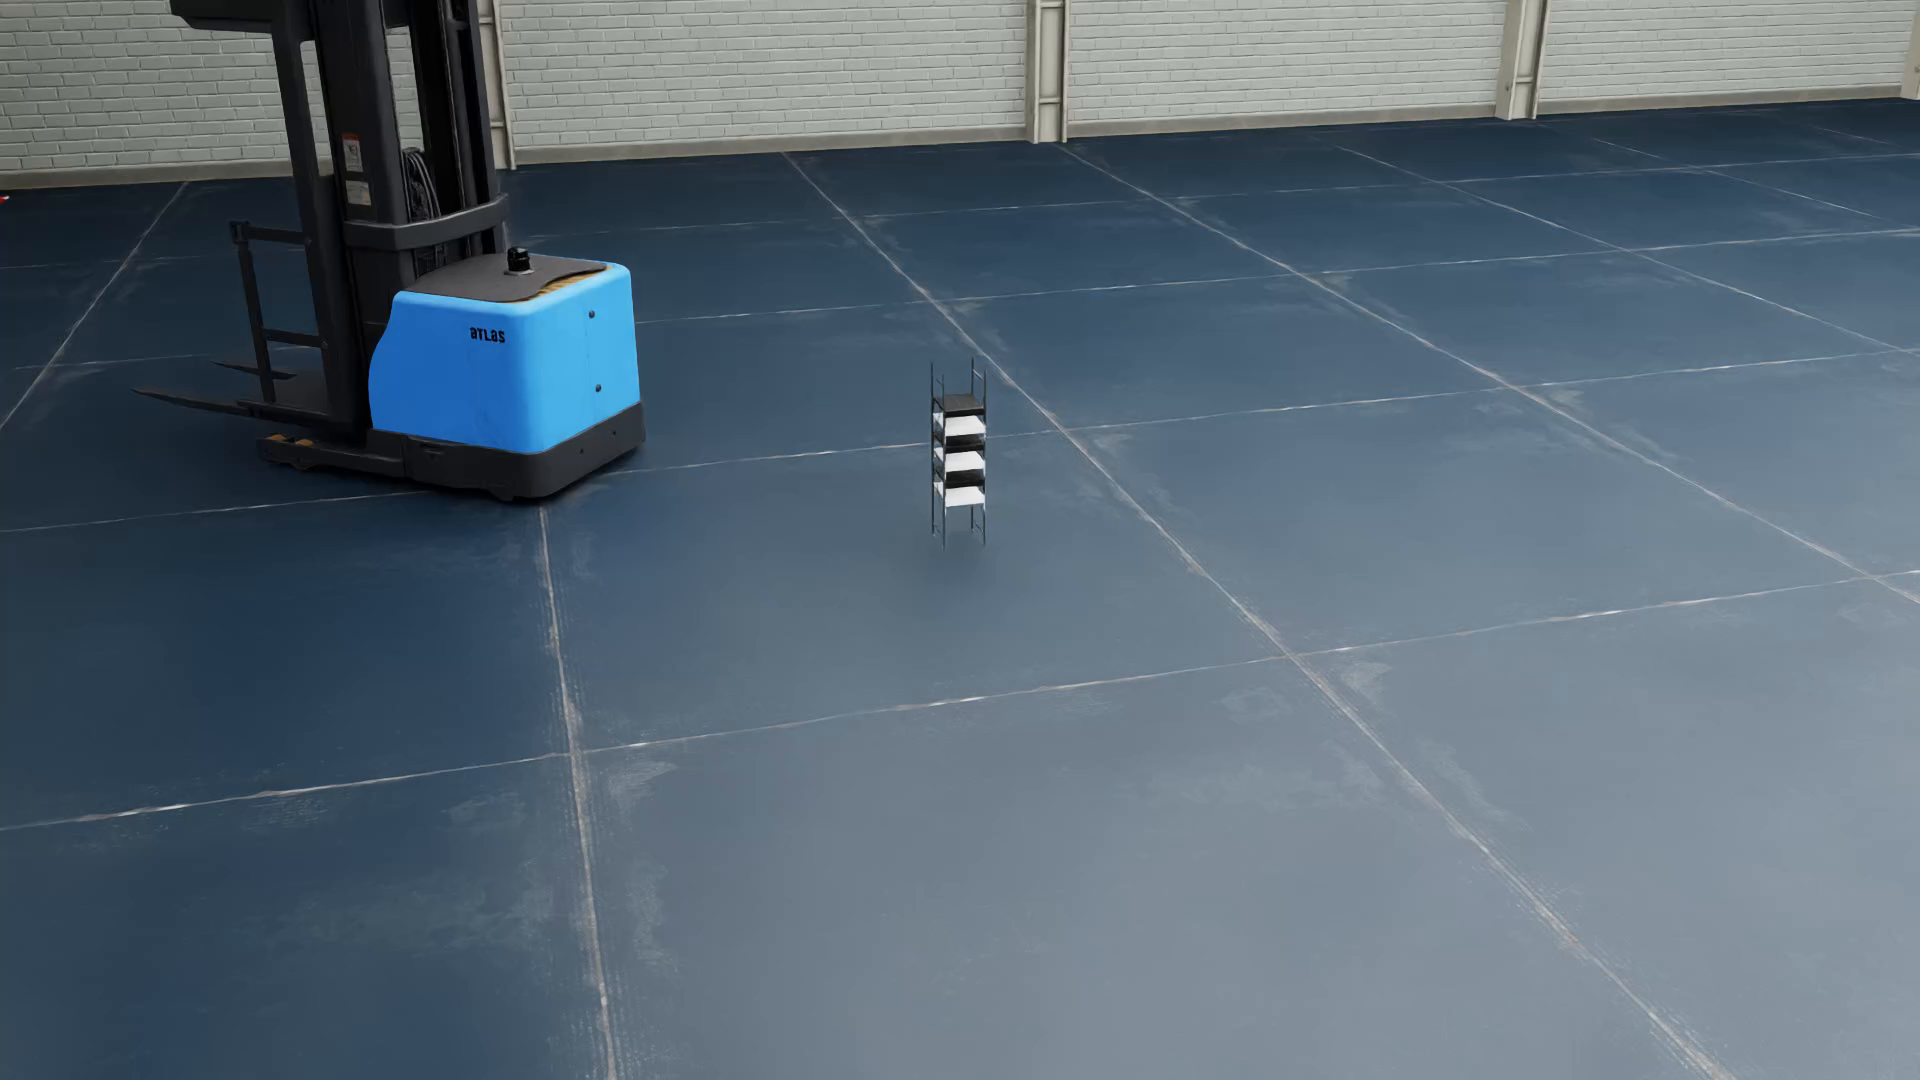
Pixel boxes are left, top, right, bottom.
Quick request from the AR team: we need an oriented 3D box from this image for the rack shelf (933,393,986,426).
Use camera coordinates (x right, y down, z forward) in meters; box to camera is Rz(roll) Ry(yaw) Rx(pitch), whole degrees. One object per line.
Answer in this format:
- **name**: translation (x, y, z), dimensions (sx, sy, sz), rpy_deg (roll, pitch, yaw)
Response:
- **rack shelf**: translation (-0.008, -0.630, 7.977), dimensions (0.200, 0.077, 0.258), rpy_deg (-6, 24, -14)

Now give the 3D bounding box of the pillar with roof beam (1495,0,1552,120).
- **pillar with roof beam**: translation (7.909, -7.639, 14.641), dimensions (0.400, 9.000, 9.100), rpy_deg (-6, 24, -14)

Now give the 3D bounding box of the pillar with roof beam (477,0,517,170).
- **pillar with roof beam**: translation (-3.645, -6.361, 11.662), dimensions (0.400, 9.000, 9.100), rpy_deg (-6, 24, -14)

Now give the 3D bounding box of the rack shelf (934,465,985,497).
- **rack shelf**: translation (-0.008, -0.299, 8.119), dimensions (0.200, 0.077, 0.258), rpy_deg (-6, 24, -14)

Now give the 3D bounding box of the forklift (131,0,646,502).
- **forklift**: translation (-3.337, -1.911, 8.987), dimensions (3.031, 2.935, 1.130), rpy_deg (10, 25, 21)

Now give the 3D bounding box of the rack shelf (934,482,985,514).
- **rack shelf**: translation (-0.008, -0.217, 8.155), dimensions (0.200, 0.077, 0.258), rpy_deg (-6, 24, -14)

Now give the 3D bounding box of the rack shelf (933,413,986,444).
- **rack shelf**: translation (-0.008, -0.547, 8.013), dimensions (0.200, 0.077, 0.258), rpy_deg (-6, 24, -14)

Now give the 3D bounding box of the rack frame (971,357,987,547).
- **rack frame**: translation (0.090, -0.424, 8.096), dimensions (0.006, 0.900, 0.240), rpy_deg (-6, 24, -14)

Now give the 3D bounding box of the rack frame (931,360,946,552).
- **rack frame**: translation (-0.106, -0.402, 8.045), dimensions (0.006, 0.900, 0.240), rpy_deg (-6, 24, -14)

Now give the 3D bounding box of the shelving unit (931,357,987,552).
- **shelving unit**: translation (-0.008, -0.413, 8.071), dimensions (0.210, 0.900, 0.258), rpy_deg (-6, 24, -14)

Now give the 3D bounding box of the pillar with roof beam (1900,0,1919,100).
- **pillar with roof beam**: translation (13.686, -8.278, 16.131), dimensions (0.400, 9.000, 9.100), rpy_deg (-6, 24, -14)

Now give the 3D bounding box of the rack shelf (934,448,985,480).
- **rack shelf**: translation (-0.008, -0.382, 8.084), dimensions (0.200, 0.077, 0.258), rpy_deg (-6, 24, -14)

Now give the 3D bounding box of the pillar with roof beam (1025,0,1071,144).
- **pillar with roof beam**: translation (2.132, -7.000, 13.152), dimensions (0.400, 9.000, 9.100), rpy_deg (-6, 24, -14)

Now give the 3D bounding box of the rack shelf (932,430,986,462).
- **rack shelf**: translation (-0.008, -0.465, 8.048), dimensions (0.200, 0.077, 0.258), rpy_deg (-6, 24, -14)
